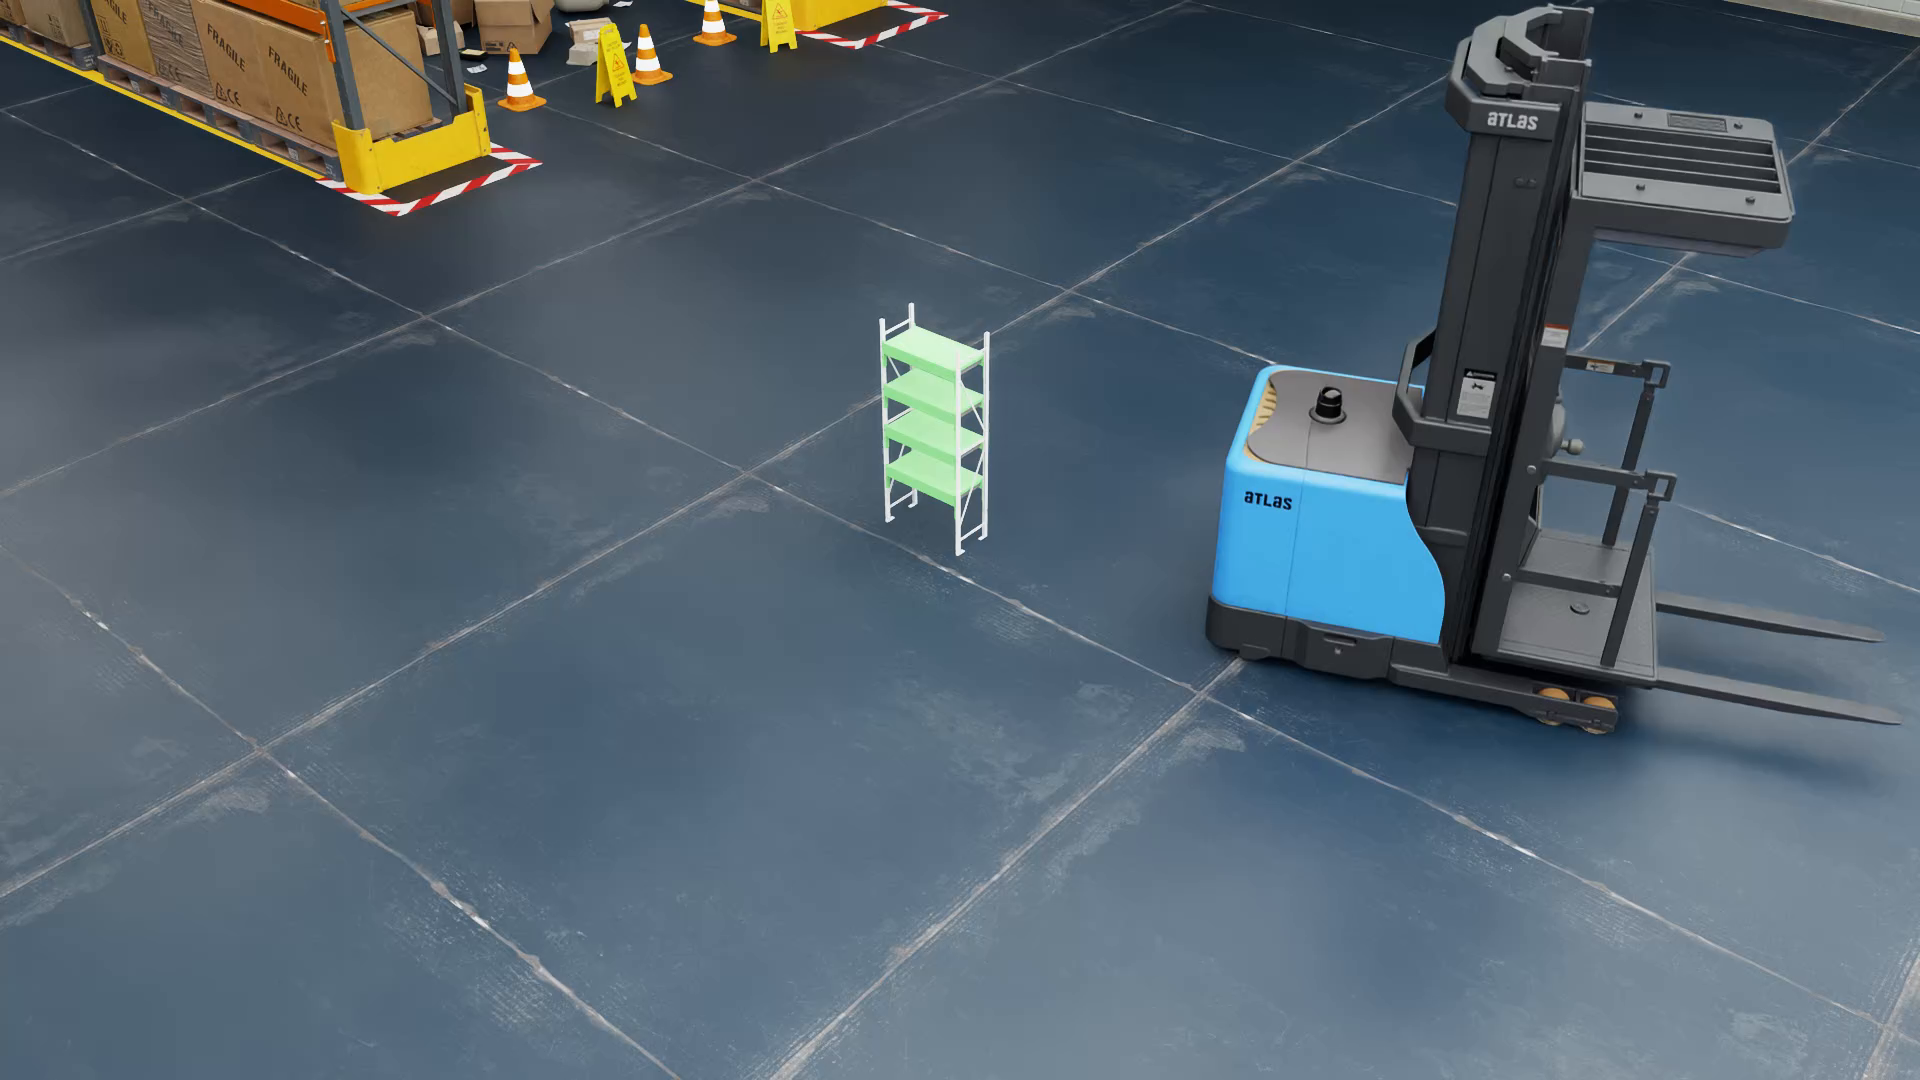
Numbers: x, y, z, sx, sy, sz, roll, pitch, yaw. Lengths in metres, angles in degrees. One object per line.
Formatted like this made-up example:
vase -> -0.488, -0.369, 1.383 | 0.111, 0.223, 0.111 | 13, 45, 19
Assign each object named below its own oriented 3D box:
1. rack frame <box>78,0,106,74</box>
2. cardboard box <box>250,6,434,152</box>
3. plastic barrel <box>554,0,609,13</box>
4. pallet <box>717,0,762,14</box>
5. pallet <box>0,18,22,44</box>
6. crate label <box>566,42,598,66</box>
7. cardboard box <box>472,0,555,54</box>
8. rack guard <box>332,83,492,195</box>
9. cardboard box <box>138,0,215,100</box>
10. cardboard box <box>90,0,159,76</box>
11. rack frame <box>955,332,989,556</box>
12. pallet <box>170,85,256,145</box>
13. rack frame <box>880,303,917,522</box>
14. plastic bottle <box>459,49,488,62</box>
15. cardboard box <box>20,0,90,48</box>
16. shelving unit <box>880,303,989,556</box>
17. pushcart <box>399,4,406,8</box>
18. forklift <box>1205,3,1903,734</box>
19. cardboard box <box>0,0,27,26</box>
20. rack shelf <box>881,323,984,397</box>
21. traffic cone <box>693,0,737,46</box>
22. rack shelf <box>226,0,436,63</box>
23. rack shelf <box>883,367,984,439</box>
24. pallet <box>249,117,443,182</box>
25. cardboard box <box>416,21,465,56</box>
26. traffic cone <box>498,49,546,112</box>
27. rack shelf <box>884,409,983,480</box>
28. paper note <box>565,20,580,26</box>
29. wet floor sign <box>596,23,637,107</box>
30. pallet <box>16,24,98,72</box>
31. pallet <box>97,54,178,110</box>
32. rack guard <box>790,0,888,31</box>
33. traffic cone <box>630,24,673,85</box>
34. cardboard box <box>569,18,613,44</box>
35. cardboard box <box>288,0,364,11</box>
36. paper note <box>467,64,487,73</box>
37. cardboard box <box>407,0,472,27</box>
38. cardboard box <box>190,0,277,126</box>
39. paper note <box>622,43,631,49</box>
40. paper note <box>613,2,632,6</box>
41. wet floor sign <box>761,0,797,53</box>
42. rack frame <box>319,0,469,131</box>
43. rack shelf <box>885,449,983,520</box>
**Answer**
rack frame -> -7.303, -5.595, 14.247 | 0.127, 3.000, 1.000 | 25, 42, 32
cardboard box -> -4.793, -3.660, 12.936 | 0.875, 0.875, 0.875 | 26, 42, 32
plastic barrel -> -3.696, -5.364, 16.186 | 0.512, 0.421, 0.421 | -6, 35, -8
pallet -> -1.800, -5.524, 16.607 | 1.213, 0.211, 1.003 | 25, 42, 32
pallet -> -8.887, -5.134, 16.039 | 1.213, 0.211, 1.003 | 25, 42, 32
crate label -> -3.389, -4.402, 15.039 | 0.298, 0.136, 0.250 | 6, 35, 8
cardboard box -> -4.110, -4.842, 15.356 | 0.637, 0.503, 0.797 | 0, 34, 0
rack guard -> -4.211, -3.107, 12.832 | 0.348, 0.500, 1.175 | 25, 42, 32
cardboard box -> -6.170, -4.309, 13.880 | 0.875, 0.875, 0.875 | 26, 42, 32
cardboard box -> -6.865, -4.634, 14.354 | 0.875, 0.875, 0.875 | 26, 42, 32
rack frame -> 0.060, -0.466, 8.369 | 0.015, 1.200, 0.240 | 25, 42, 32
pallet -> -5.827, -3.694, 13.942 | 1.213, 0.211, 1.003 | 25, 42, 32
rack frame -> -0.315, -0.643, 8.626 | 0.015, 1.200, 0.240 | 25, 42, 32
plastic bottle -> -4.448, -4.409, 15.116 | 0.283, 0.061, 0.133 | 12, 36, 16
cardboard box -> -7.838, -5.026, 15.035 | 0.750, 0.750, 1.050 | 25, 42, 32
shelving unit -> -0.127, -0.555, 8.498 | 0.503, 1.200, 0.258 | 25, 42, 32
pushcart -> -5.634, -5.694, 16.708 | 0.936, 0.377, 1.648 | 12, 36, 16
forklift -> 2.749, -0.676, 7.145 | 3.031, 2.935, 1.130 | 10, 36, 15
cardboard box -> -8.577, -5.377, 15.547 | 0.750, 0.750, 1.050 | 25, 42, 32
rack shelf -> -0.127, -0.898, 8.262 | 0.480, 0.148, 0.258 | 25, 42, 32
traffic cone -> -2.296, -4.885, 15.454 | 0.334, 0.463, 0.336 | 25, 42, 32
rack shelf -> -5.766, -4.574, 13.396 | 4.000, 0.370, 1.077 | 25, 42, 32
rack shelf -> -0.127, -0.700, 8.398 | 0.480, 0.148, 0.258 | 25, 42, 32
pallet -> -4.894, -3.252, 13.299 | 1.213, 0.211, 1.003 | 25, 42, 32
cardboard box -> -4.804, -4.646, 15.281 | 0.396, 0.266, 0.258 | -26, 42, -32
traffic cone -> -3.729, -3.910, 14.035 | 0.334, 0.463, 0.336 | 25, 42, 32
rack shelf -> -0.127, -0.502, 8.534 | 0.480, 0.148, 0.258 | 25, 42, 32
paper note -> -3.697, -4.957, 15.951 | 0.148, 0.019, 0.142 | -18, 38, -25
wet floor sign -> -2.940, -4.026, 14.043 | 0.232, 0.644, 0.267 | 18, 38, 24
pallet -> -7.945, -4.692, 15.396 | 1.213, 0.211, 1.003 | 25, 42, 32
pallet -> -6.769, -4.136, 14.586 | 1.213, 0.211, 1.003 | 25, 42, 32
rack guard -> -1.198, -5.333, 16.074 | 0.348, 0.500, 1.175 | 25, 42, 32
traffic cone -> -2.745, -4.279, 14.572 | 0.334, 0.463, 0.336 | 25, 42, 32
cardboard box -> -3.439, -4.757, 15.545 | 0.380, 0.149, 0.250 | -12, 36, -17
cardboard box -> -4.544, -4.322, 12.262 | 0.550, 0.550, 0.875 | 25, 42, 32
paper note -> -4.316, -4.213, 14.859 | 0.144, 0.017, 0.142 | -18, 38, -25
cardboard box -> -4.834, -5.233, 15.805 | 0.503, 0.637, 0.797 | 25, 42, 32
cardboard box -> -5.470, -3.978, 13.398 | 0.875, 0.875, 0.875 | 25, 41, 31
paper note -> -3.140, -4.589, 15.405 | 0.142, 0.019, 0.148 | 12, 36, 16
paper note -> -3.334, -5.311, 16.456 | 0.148, 0.019, 0.142 | 12, 36, 16
wet floor sign -> -1.679, -4.831, 15.215 | 0.267, 0.644, 0.232 | -18, 38, -25
rack frame -> -4.229, -4.146, 12.137 | 0.127, 3.000, 1.000 | 25, 42, 32
rack shelf -> -0.127, -0.304, 8.670 | 0.480, 0.148, 0.258 | 25, 42, 32
